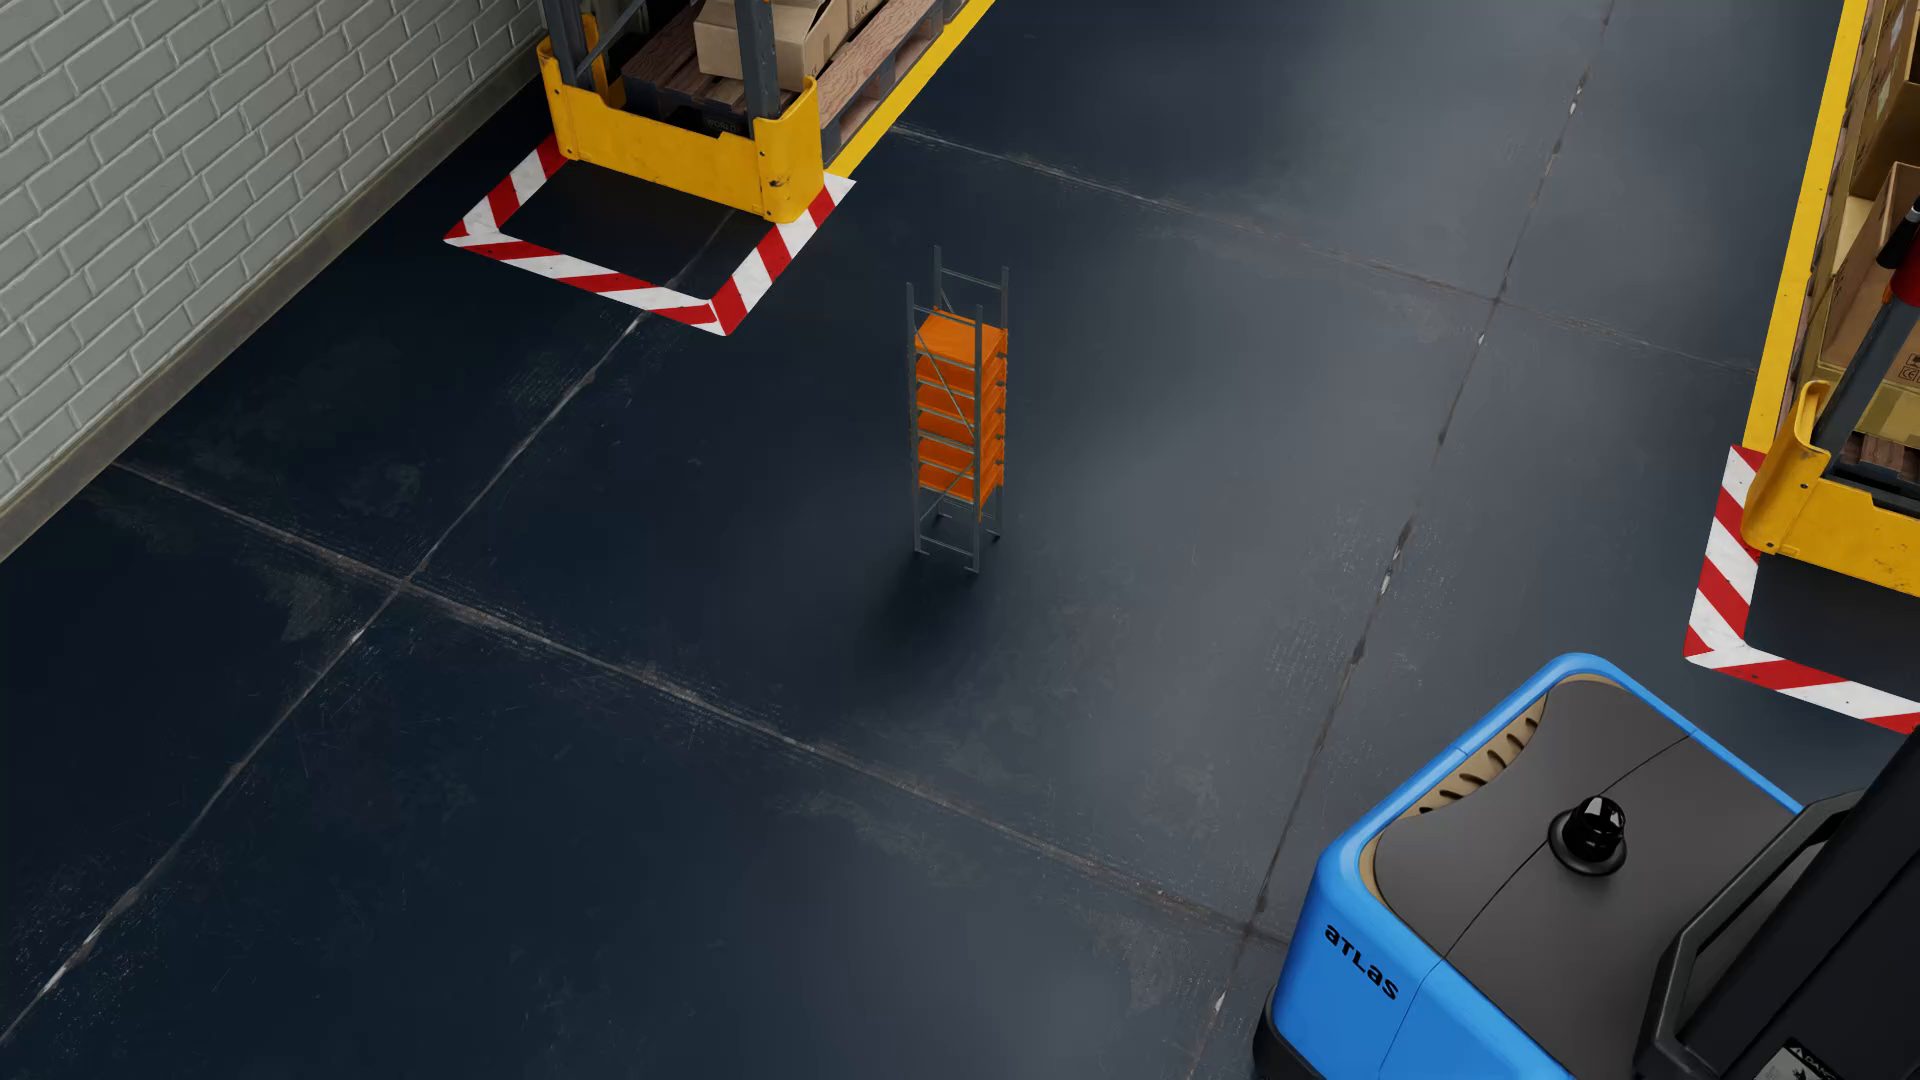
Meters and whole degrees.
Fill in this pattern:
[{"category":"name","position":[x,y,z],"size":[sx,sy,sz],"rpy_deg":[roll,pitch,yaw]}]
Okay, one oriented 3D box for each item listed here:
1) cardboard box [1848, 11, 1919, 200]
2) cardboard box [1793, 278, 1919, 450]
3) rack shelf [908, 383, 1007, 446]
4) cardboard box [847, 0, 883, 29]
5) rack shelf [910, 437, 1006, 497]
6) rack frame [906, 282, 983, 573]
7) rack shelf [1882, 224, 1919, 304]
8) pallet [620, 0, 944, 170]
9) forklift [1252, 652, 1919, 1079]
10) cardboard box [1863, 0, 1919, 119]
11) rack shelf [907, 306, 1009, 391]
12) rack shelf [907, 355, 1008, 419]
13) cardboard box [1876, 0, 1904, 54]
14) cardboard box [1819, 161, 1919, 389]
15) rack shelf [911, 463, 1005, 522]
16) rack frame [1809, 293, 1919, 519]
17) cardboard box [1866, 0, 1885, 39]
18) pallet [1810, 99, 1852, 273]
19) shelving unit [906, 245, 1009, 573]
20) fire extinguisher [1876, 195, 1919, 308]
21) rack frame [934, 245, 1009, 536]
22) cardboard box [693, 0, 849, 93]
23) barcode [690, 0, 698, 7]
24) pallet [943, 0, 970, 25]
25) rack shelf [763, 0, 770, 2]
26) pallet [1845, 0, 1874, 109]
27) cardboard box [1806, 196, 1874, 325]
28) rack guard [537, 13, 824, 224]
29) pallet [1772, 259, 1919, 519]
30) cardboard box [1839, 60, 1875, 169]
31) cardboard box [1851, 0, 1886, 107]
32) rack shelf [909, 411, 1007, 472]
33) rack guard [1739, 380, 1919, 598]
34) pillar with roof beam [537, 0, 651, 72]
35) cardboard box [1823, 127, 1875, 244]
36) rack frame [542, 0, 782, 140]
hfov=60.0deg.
[{"category":"cardboard box","position":[3.669,-1.554,6.140],"size":[0.500,0.500,0.500],"rpy_deg":[20,52,16]},{"category":"cardboard box","position":[3.257,-0.617,5.835],"size":[0.500,0.250,0.500],"rpy_deg":[20,52,16]},{"category":"rack shelf","position":[-0.006,-0.428,5.227],"size":[0.258,0.103,0.180],"rpy_deg":[20,52,16]},{"category":"cardboard box","position":[-0.565,-2.627,7.492],"size":[0.500,0.311,0.500],"rpy_deg":[24,54,19]},{"category":"rack shelf","position":[-0.006,-0.272,5.410],"size":[0.258,0.103,0.180],"rpy_deg":[20,52,16]},{"category":"rack frame","position":[-0.045,-0.316,5.231],"size":[0.240,1.200,0.006],"rpy_deg":[20,52,16]},{"category":"rack shelf","position":[4.149,-2.051,5.998],"size":[1.077,0.370,4.000],"rpy_deg":[20,52,16]},{"category":"pallet","position":[-0.774,-2.212,7.494],"size":[1.003,0.211,1.213],"rpy_deg":[20,52,16]},{"category":"forklift","position":[2.114,1.099,2.890],"size":[1.130,2.935,3.031],"rpy_deg":[-32,57,-24]},{"category":"cardboard box","position":[3.883,-1.898,6.433],"size":[0.500,0.500,0.500],"rpy_deg":[20,52,16]},{"category":"rack shelf","position":[-0.006,-0.583,5.044],"size":[0.258,0.103,0.180],"rpy_deg":[20,52,16]},{"category":"rack shelf","position":[-0.006,-0.506,5.136],"size":[0.258,0.103,0.180],"rpy_deg":[20,52,16]},{"category":"cardboard box","position":[4.095,-2.243,6.726],"size":[0.500,0.500,0.500],"rpy_deg":[20,52,16]},{"category":"cardboard box","position":[3.255,-0.861,5.550],"size":[0.500,0.500,0.500],"rpy_deg":[20,52,16]},{"category":"rack shelf","position":[-0.006,-0.195,5.501],"size":[0.258,0.103,0.180],"rpy_deg":[20,52,16]},{"category":"rack frame","position":[3.295,-0.906,4.552],"size":[1.000,3.000,0.127],"rpy_deg":[20,52,16]},{"category":"cardboard box","position":[4.313,-2.343,7.303],"size":[0.500,0.250,0.500],"rpy_deg":[20,52,16]},{"category":"pallet","position":[4.106,-1.380,6.786],"size":[1.003,0.211,1.213],"rpy_deg":[20,52,16]},{"category":"shelving unit","position":[-0.006,-0.379,5.285],"size":[0.258,1.200,0.189],"rpy_deg":[20,52,16]},{"category":"fire extinguisher","position":[2.824,-0.951,4.641],"size":[0.296,0.674,0.183],"rpy_deg":[20,52,16]},{"category":"rack frame","position":[0.033,-0.442,5.338],"size":[0.240,1.200,0.006],"rpy_deg":[20,52,16]},{"category":"cardboard box","position":[-0.809,-2.234,7.158],"size":[0.500,0.311,0.500],"rpy_deg":[14,51,12]},{"category":"barcode","position":[-1.163,-2.380,7.276],"size":[0.001,0.075,0.075],"rpy_deg":[20,52,16]},{"category":"pallet","position":[-0.252,-3.049,8.206],"size":[1.003,0.211,1.213],"rpy_deg":[20,52,16]},{"category":"rack shelf","position":[-0.331,-3.660,7.367],"size":[1.077,0.370,4.000],"rpy_deg":[20,52,16]},{"category":"pallet","position":[4.626,-2.223,7.503],"size":[1.003,0.211,1.213],"rpy_deg":[20,52,16]},{"category":"cardboard box","position":[3.459,-0.965,6.131],"size":[0.500,0.250,0.500],"rpy_deg":[20,52,16]},{"category":"rack guard","position":[-1.153,-1.758,6.918],"size":[1.175,0.500,0.348],"rpy_deg":[20,52,16]},{"category":"pallet","position":[3.583,-0.543,6.073],"size":[1.003,0.211,1.213],"rpy_deg":[20,52,16]},{"category":"cardboard box","position":[3.887,-1.654,6.717],"size":[0.500,0.250,0.500],"rpy_deg":[20,52,16]},{"category":"cardboard box","position":[4.095,-2.000,7.012],"size":[0.500,0.250,0.500],"rpy_deg":[20,52,16]},{"category":"rack shelf","position":[-0.006,-0.350,5.318],"size":[0.258,0.103,0.180],"rpy_deg":[20,52,16]},{"category":"rack guard","position":[3.284,-0.080,5.490],"size":[1.175,0.500,0.348],"rpy_deg":[20,52,16]},{"category":"pillar with roof beam","position":[2.223,-3.823,3.094],"size":[9.100,9.000,0.400],"rpy_deg":[20,52,16]},{"category":"cardboard box","position":[3.671,-1.310,6.425],"size":[0.500,0.250,0.500],"rpy_deg":[20,52,16]},{"category":"rack frame","position":[-1.186,-2.516,5.921],"size":[1.000,3.000,0.127],"rpy_deg":[20,52,16]}]
